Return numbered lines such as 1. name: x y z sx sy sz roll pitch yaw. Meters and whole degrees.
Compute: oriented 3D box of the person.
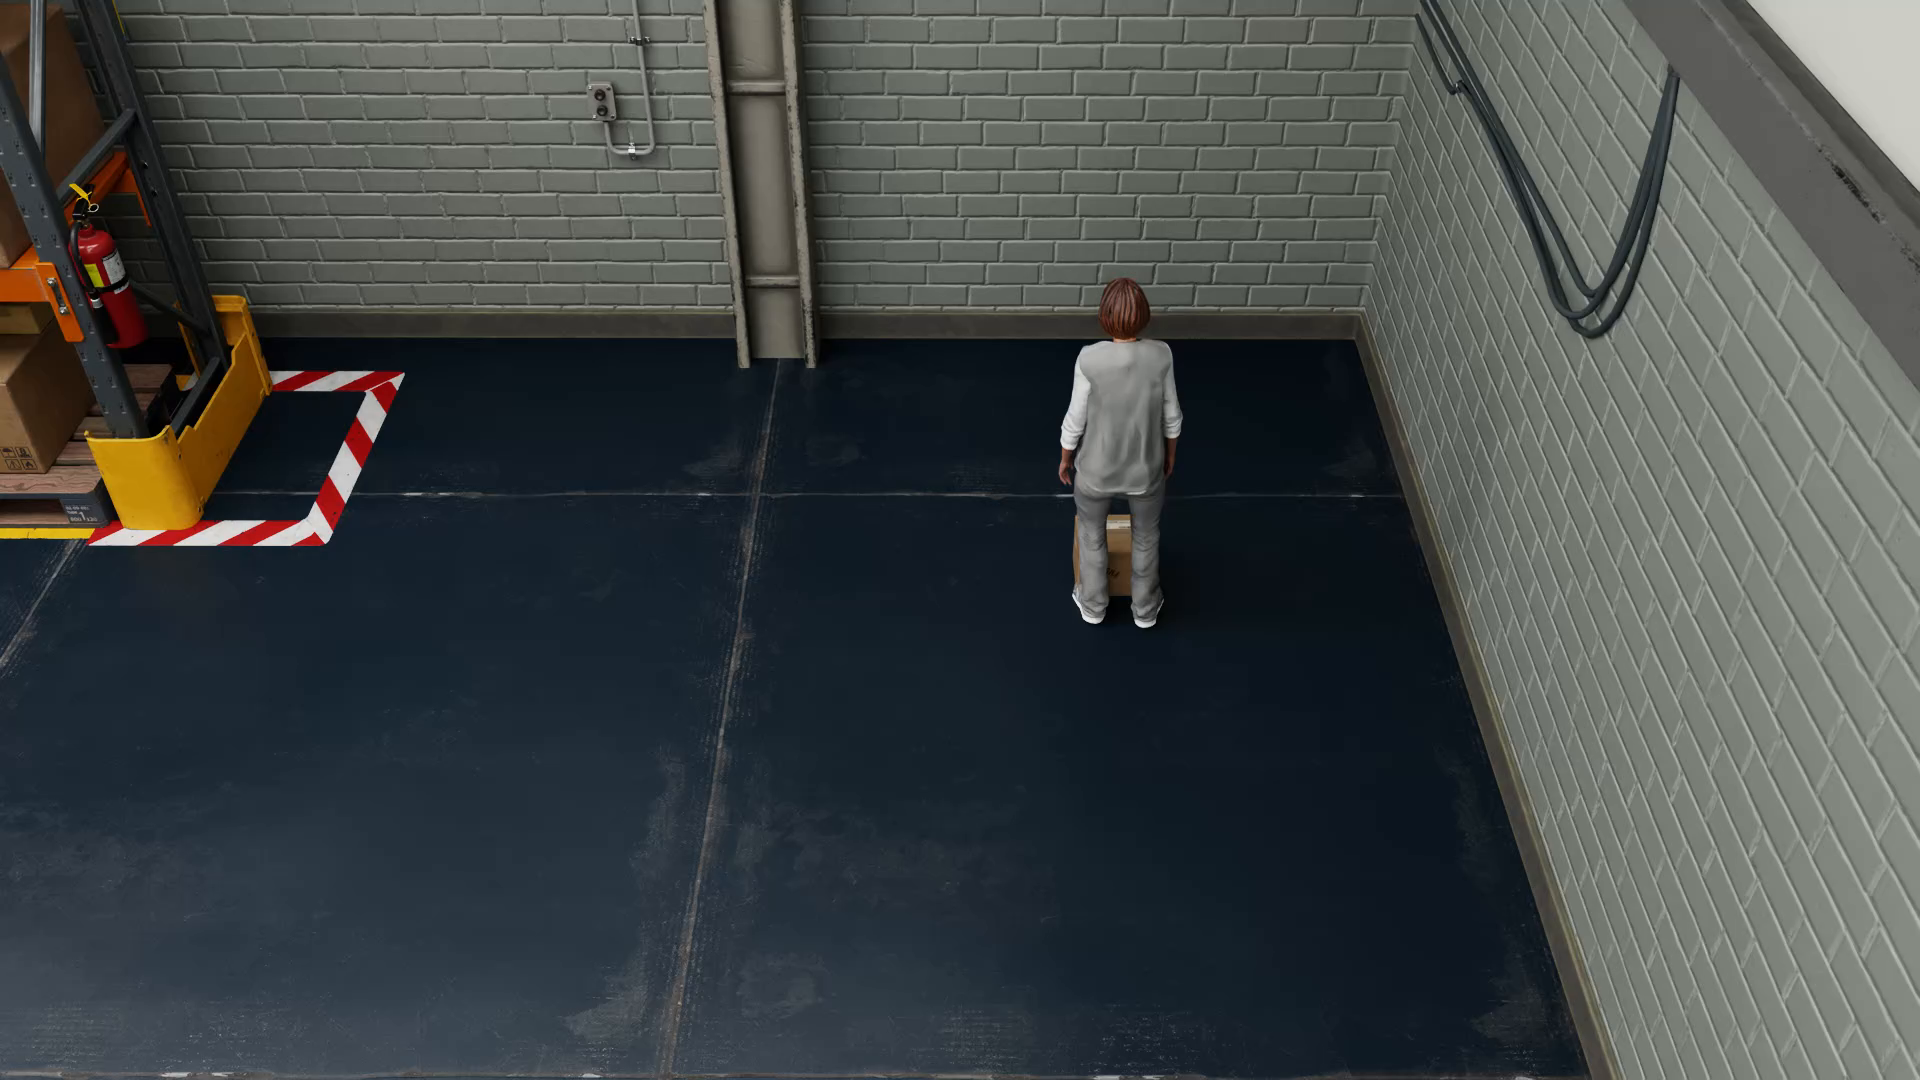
1. person: 0.627 -0.301 6.521 0.484 1.594 0.370 -2 40 -2
